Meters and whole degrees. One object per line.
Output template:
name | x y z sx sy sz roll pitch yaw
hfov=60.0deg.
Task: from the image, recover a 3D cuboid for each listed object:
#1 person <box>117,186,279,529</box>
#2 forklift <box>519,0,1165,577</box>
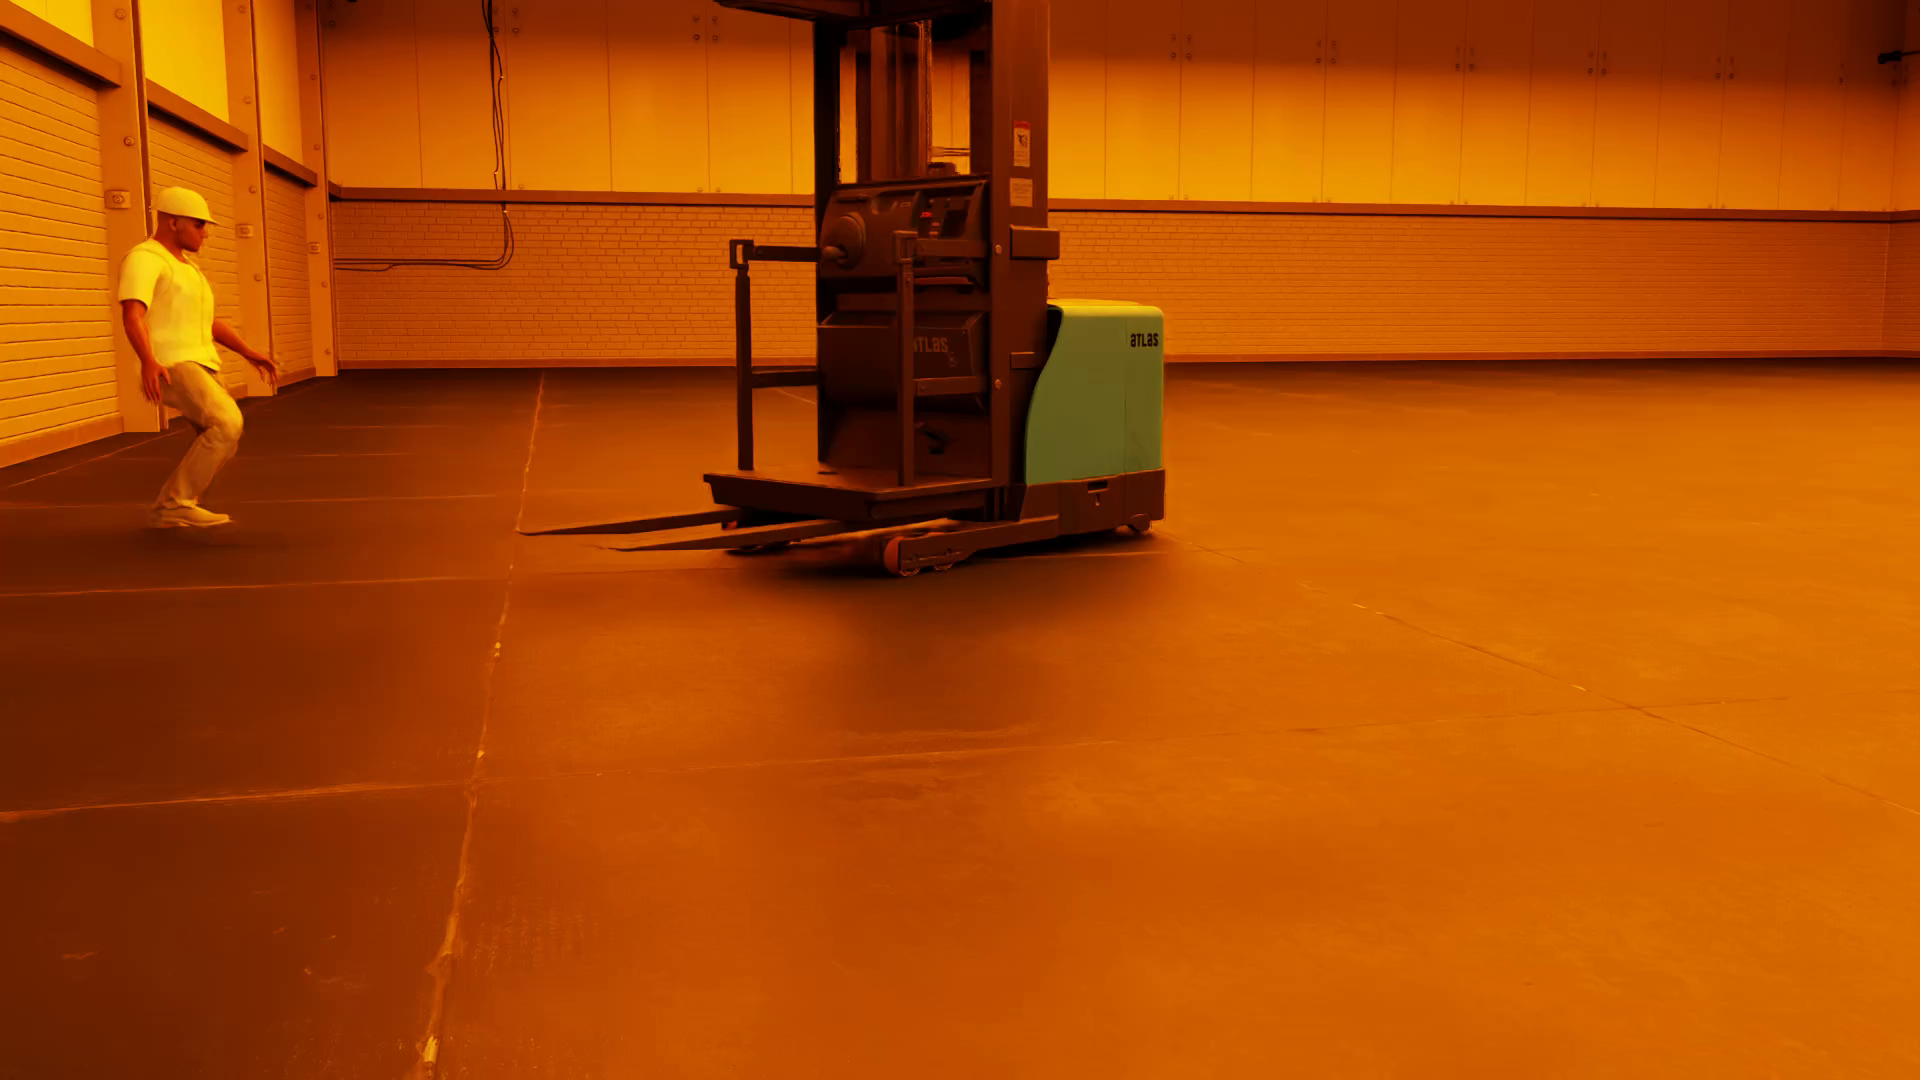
person | -3.607 -0.826 7.809 0.668 1.638 1.016 0 8 -2
forklift | -0.398 -1.381 7.004 1.130 2.935 3.031 7 11 42
